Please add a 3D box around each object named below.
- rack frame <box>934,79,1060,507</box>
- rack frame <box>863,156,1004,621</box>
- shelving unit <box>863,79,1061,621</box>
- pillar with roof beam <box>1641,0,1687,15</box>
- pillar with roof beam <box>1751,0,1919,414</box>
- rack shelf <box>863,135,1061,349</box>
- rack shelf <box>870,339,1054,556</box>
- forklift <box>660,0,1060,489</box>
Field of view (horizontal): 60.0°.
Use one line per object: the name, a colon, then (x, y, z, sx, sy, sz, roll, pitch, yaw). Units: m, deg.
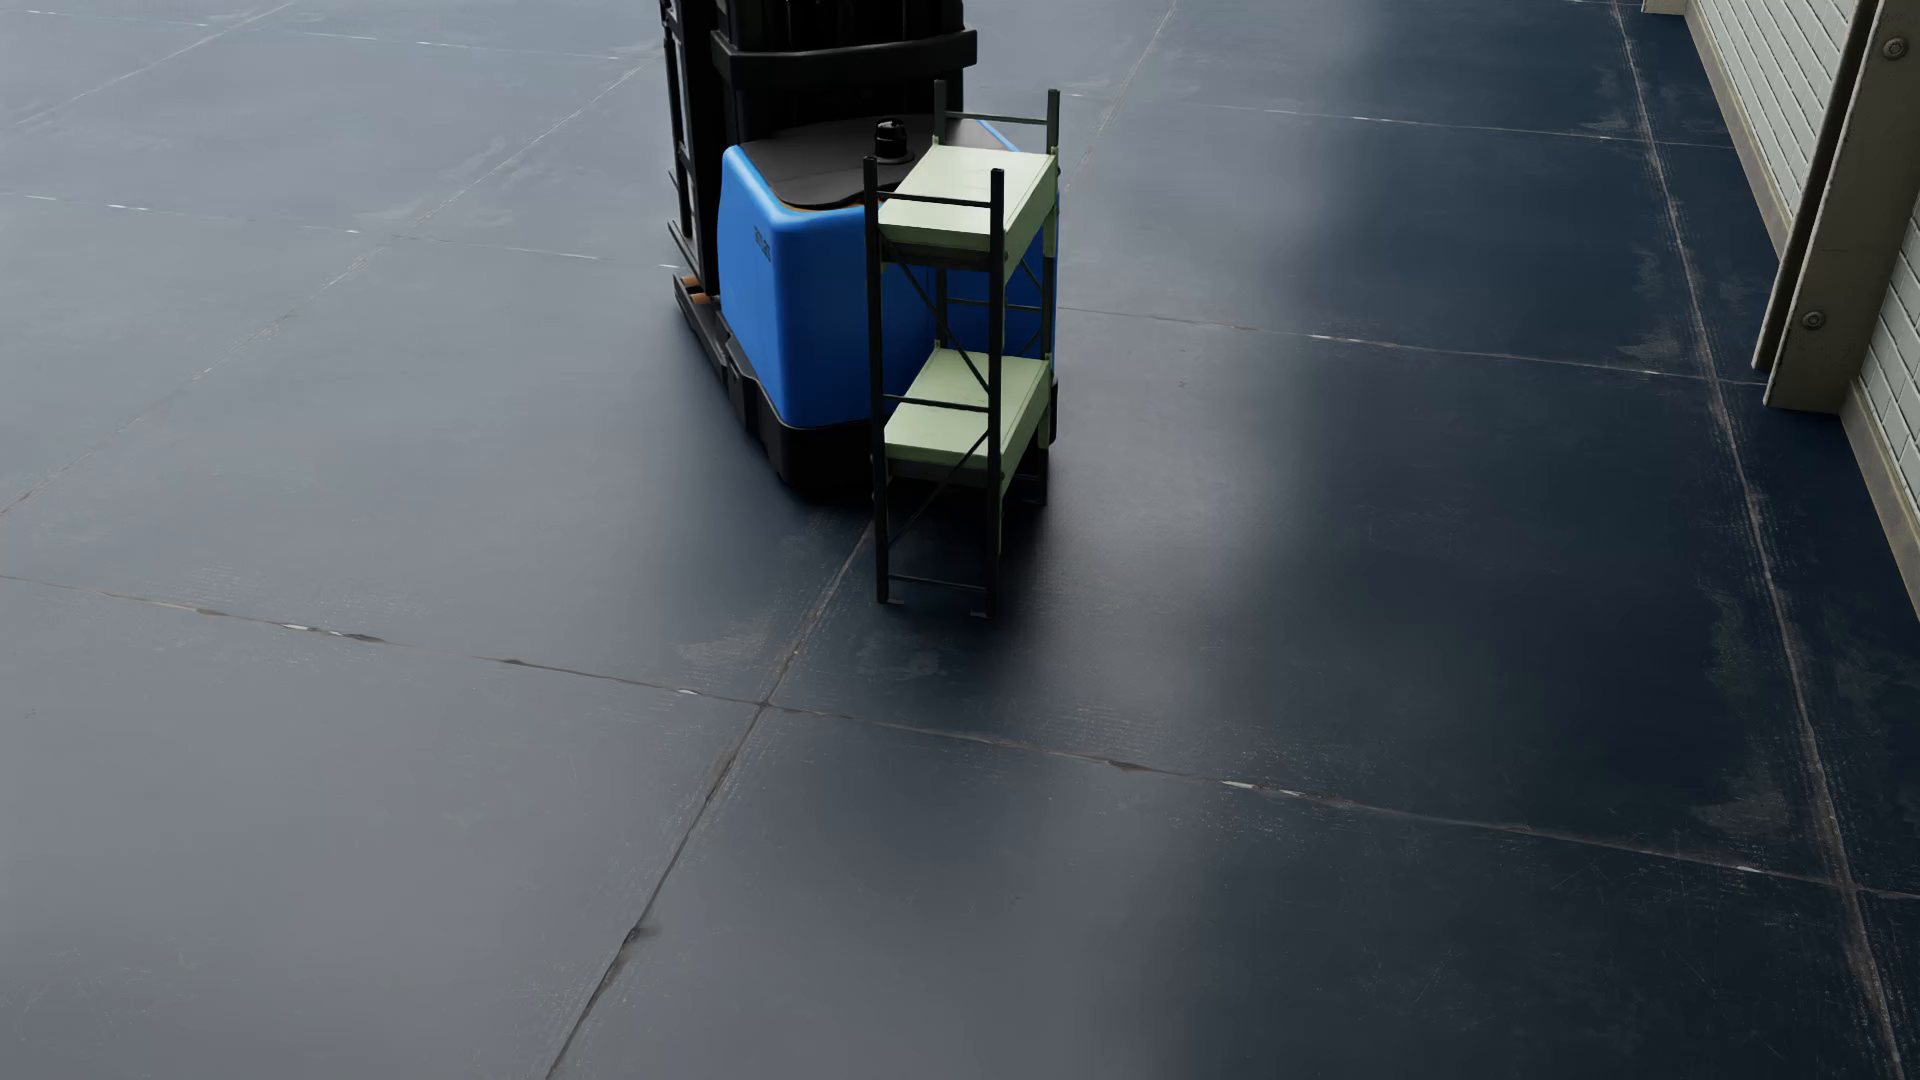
rack frame: (0.114, -0.785, 5.587, 0.400, 1.500, 0.023, 8, 33, 13)
rack frame: (-0.074, -0.405, 4.990, 0.400, 1.500, 0.023, 8, 33, 13)
shelving unit: (0.020, -0.595, 5.288, 0.431, 1.500, 0.755, 8, 33, 13)
pillar with roof beam: (0.745, -8.110, 10.119, 9.100, 9.000, 0.400, 8, 33, 12)
pillar with roof beam: (-0.778, -4.996, 5.221, 9.100, 9.000, 0.400, 8, 33, 12)
rack shelf: (0.020, -0.925, 5.079, 0.431, 0.370, 0.720, 8, 33, 13)
rack shelf: (0.020, -0.320, 5.463, 0.431, 0.370, 0.720, 8, 33, 13)
forklift: (-0.615, -2.200, 6.478, 1.130, 2.935, 3.031, -11, 34, -16)
